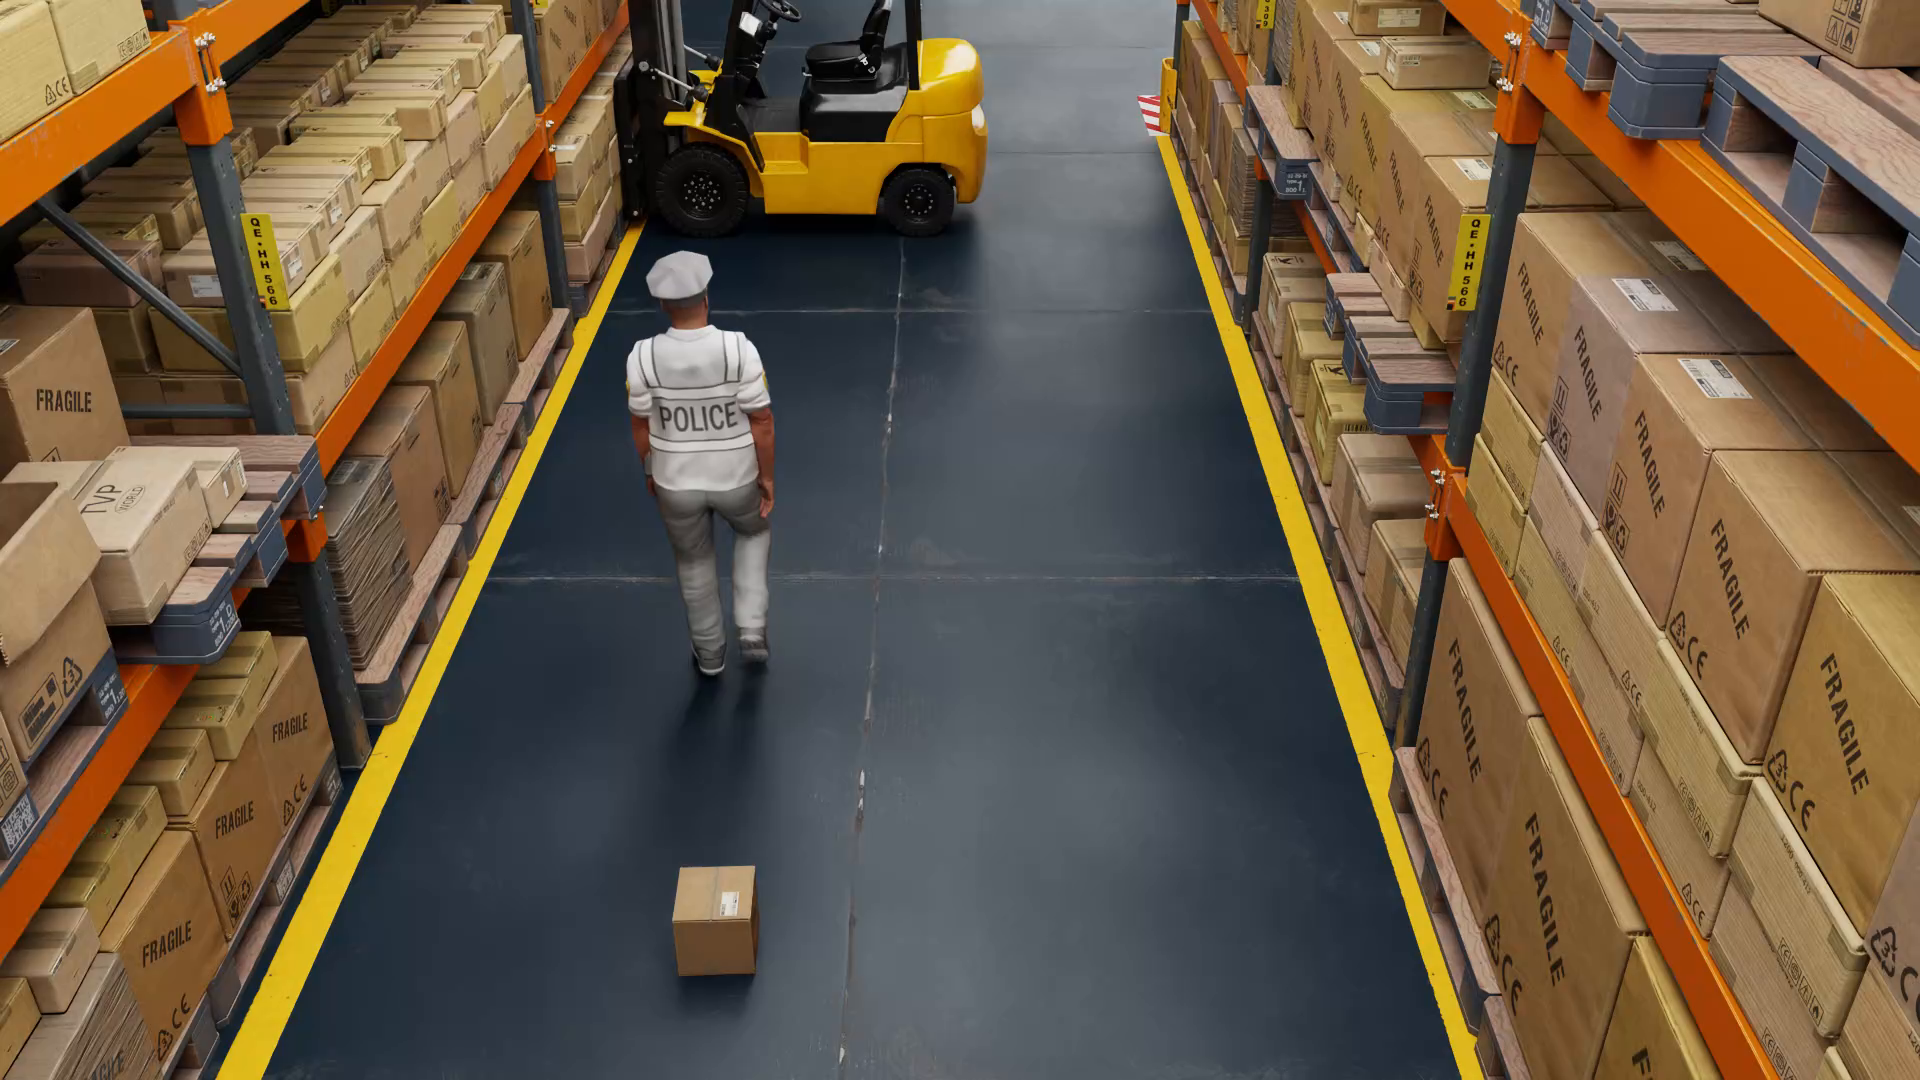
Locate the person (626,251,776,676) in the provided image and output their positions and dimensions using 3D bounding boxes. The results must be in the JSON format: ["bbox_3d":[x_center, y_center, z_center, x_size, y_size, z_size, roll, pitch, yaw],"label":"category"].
[{"bbox_3d":[-0.990,-0.260,6.515,0.543,1.793,0.463,-5,32,-7],"label":"person"}]
